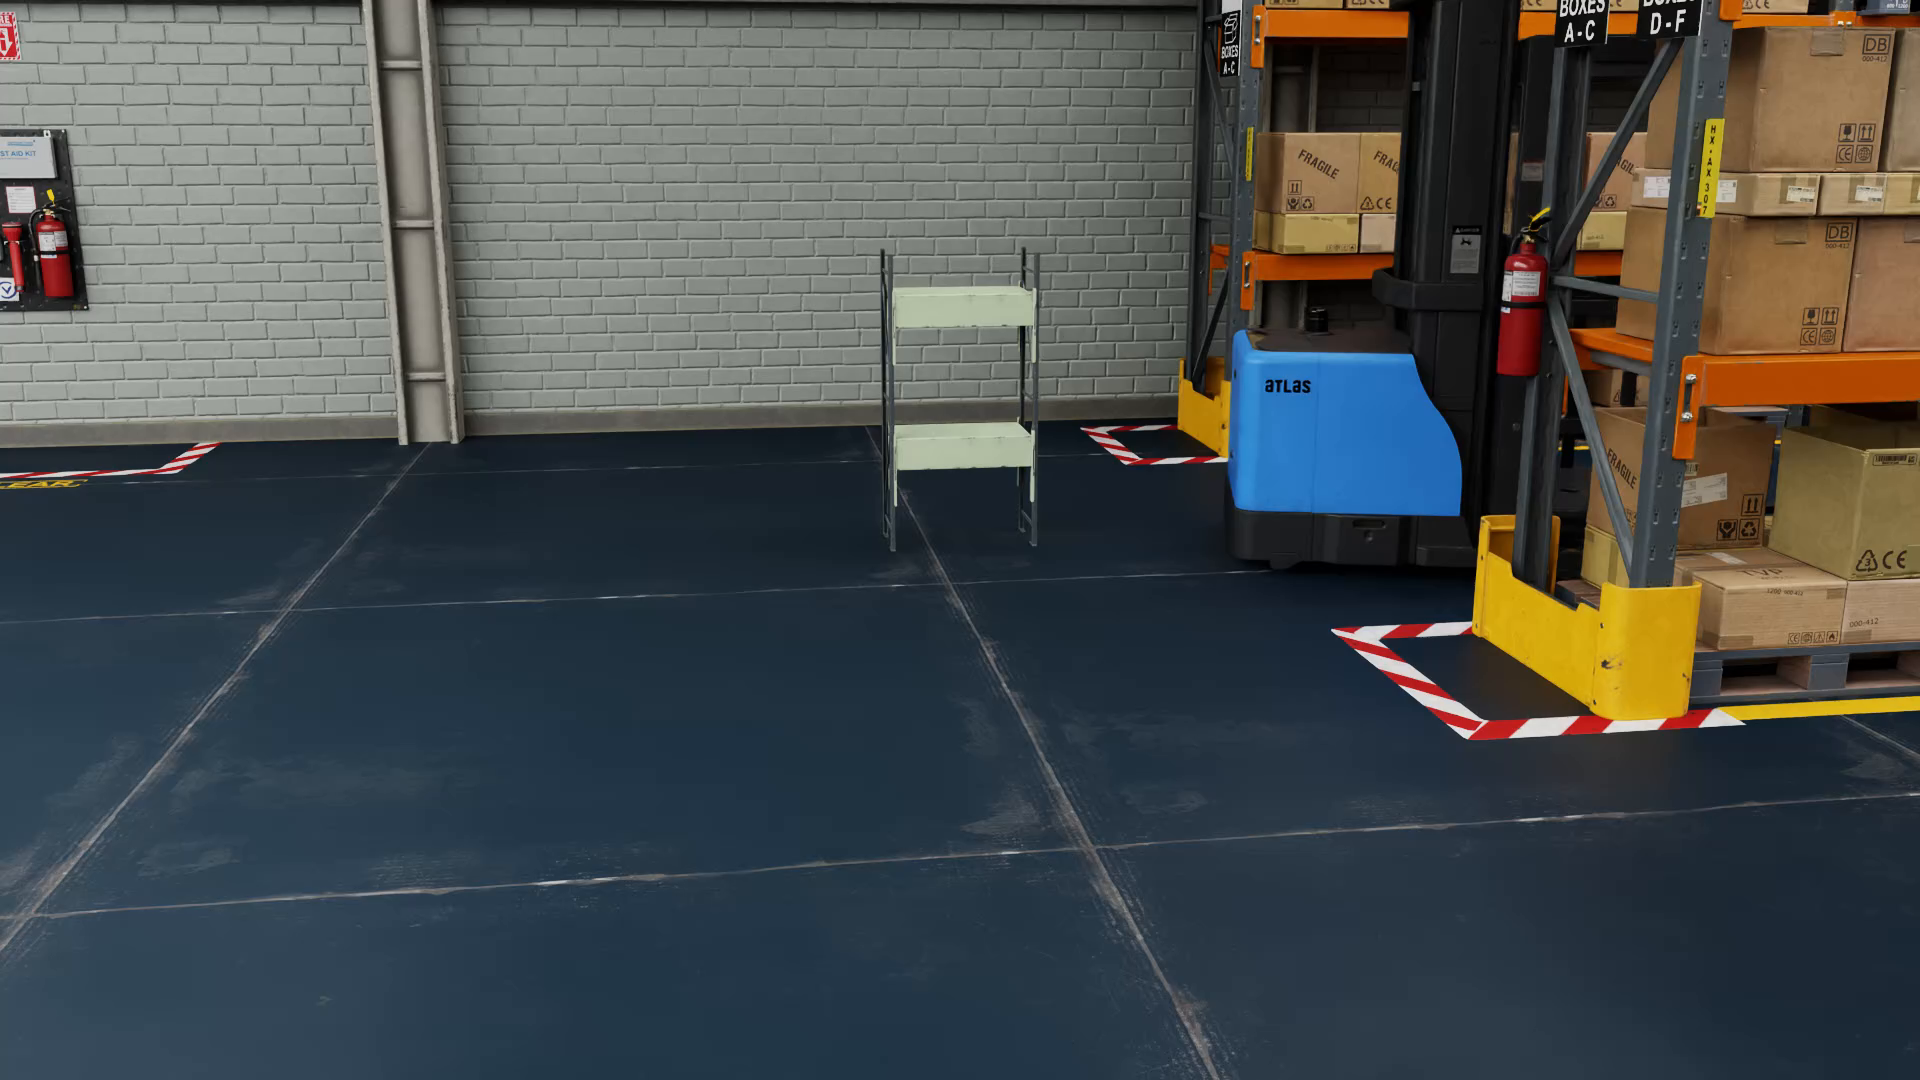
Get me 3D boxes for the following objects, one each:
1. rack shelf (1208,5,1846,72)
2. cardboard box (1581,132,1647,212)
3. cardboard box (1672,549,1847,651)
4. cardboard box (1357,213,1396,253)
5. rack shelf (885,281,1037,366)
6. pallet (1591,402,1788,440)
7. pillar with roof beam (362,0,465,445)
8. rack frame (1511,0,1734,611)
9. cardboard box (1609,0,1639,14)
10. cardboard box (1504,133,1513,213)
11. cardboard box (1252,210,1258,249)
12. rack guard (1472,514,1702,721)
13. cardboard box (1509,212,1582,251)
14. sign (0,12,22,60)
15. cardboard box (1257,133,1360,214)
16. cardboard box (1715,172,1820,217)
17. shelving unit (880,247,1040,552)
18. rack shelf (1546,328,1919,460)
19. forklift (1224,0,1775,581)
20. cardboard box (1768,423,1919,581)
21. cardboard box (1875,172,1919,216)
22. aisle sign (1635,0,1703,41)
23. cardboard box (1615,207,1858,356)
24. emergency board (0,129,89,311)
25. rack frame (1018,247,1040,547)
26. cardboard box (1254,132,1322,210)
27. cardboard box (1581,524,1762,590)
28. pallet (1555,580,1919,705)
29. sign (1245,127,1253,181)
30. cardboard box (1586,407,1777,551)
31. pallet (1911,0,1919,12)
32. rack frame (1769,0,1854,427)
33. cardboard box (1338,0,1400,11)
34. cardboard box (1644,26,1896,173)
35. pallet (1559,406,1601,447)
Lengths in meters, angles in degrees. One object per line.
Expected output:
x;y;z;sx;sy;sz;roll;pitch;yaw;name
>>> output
3.708;-3.308;11.060;4.000;0.370;1.077;-2;14;-8;rack shelf
4.272;-2.449;11.046;0.500;0.500;0.500;-3;14;-10;cardboard box
3.036;0.226;6.445;0.500;0.250;0.500;-2;14;-8;cardboard box
2.772;-2.030;10.919;0.500;0.250;0.500;-3;14;-10;cardboard box
-0.007;-1.106;8.443;0.720;0.370;0.431;-2;14;-8;rack shelf
5.027;-0.890;11.835;1.213;0.211;1.003;-2;14;-8;pallet
-2.998;-4.020;6.254;0.400;9.000;9.100;-2;14;-8;pillar with roof beam
2.472;-0.939;6.298;0.127;3.000;1.000;-2;14;-8;rack frame
4.179;-3.666;10.760;0.500;0.500;0.500;-3;14;-11;cardboard box
3.250;-2.408;10.884;0.500;0.500;0.500;-3;14;-10;cardboard box
2.164;-2.131;11.318;0.500;0.250;0.500;-2;14;-7;cardboard box
2.449;0.275;6.598;0.348;0.500;1.175;-2;14;-8;rack guard
3.777;-2.065;11.058;0.500;0.250;0.500;-2;14;-8;cardboard box
-6.111;-3.214;10.604;0.199;0.298;0.001;-2;14;-8;sign
2.248;-2.376;10.754;0.500;0.500;0.500;-2;14;-8;cardboard box
2.892;-1.264;6.057;0.250;0.149;0.380;-2;14;-9;cardboard box
-0.007;-0.727;8.538;0.755;1.500;0.431;-2;14;-8;shelving unit
4.450;-0.662;6.674;4.000;0.370;1.077;-2;14;-8;rack shelf
2.879;-1.343;8.051;3.031;2.935;1.130;2;14;6;forklift
3.530;-0.157;6.428;0.500;0.500;0.500;-2;14;-8;cardboard box
3.400;-1.283;6.132;0.250;0.149;0.380;-2;14;-8;cardboard box
2.453;-2.123;5.678;0.004;0.787;0.394;-2;14;-8;aisle sign
2.936;-1.001;6.341;0.500;0.500;0.700;-2;14;-8;cardboard box
-6.088;-2.066;10.792;0.643;1.169;0.194;-2;14;-8;emergency board
0.355;-0.740;8.591;0.023;1.500;0.400;-2;14;-8;rack frame
2.165;-2.499;11.245;0.500;0.500;0.500;-2;14;-9;cardboard box
2.959;0.101;6.942;0.500;0.250;0.500;-2;14;-8;cardboard box
3.222;0.376;6.788;1.213;0.211;1.003;-2;14;-8;pallet
1.812;-2.419;10.423;0.005;0.325;0.100;-2;14;-8;sign
2.958;-0.263;6.853;0.500;0.500;0.500;-2;14;-8;cardboard box
7.337;-3.674;11.424;1.003;0.211;1.213;-2;14;-8;pallet
5.686;-2.275;11.627;0.127;3.000;1.000;-2;14;-8;rack frame
2.635;-3.606;10.521;0.500;0.500;0.500;-1;14;-5;cardboard box
2.988;-1.632;6.191;0.500;0.500;0.700;-2;14;-8;cardboard box
3.818;-0.845;11.655;1.213;0.211;1.003;-2;14;-8;pallet
